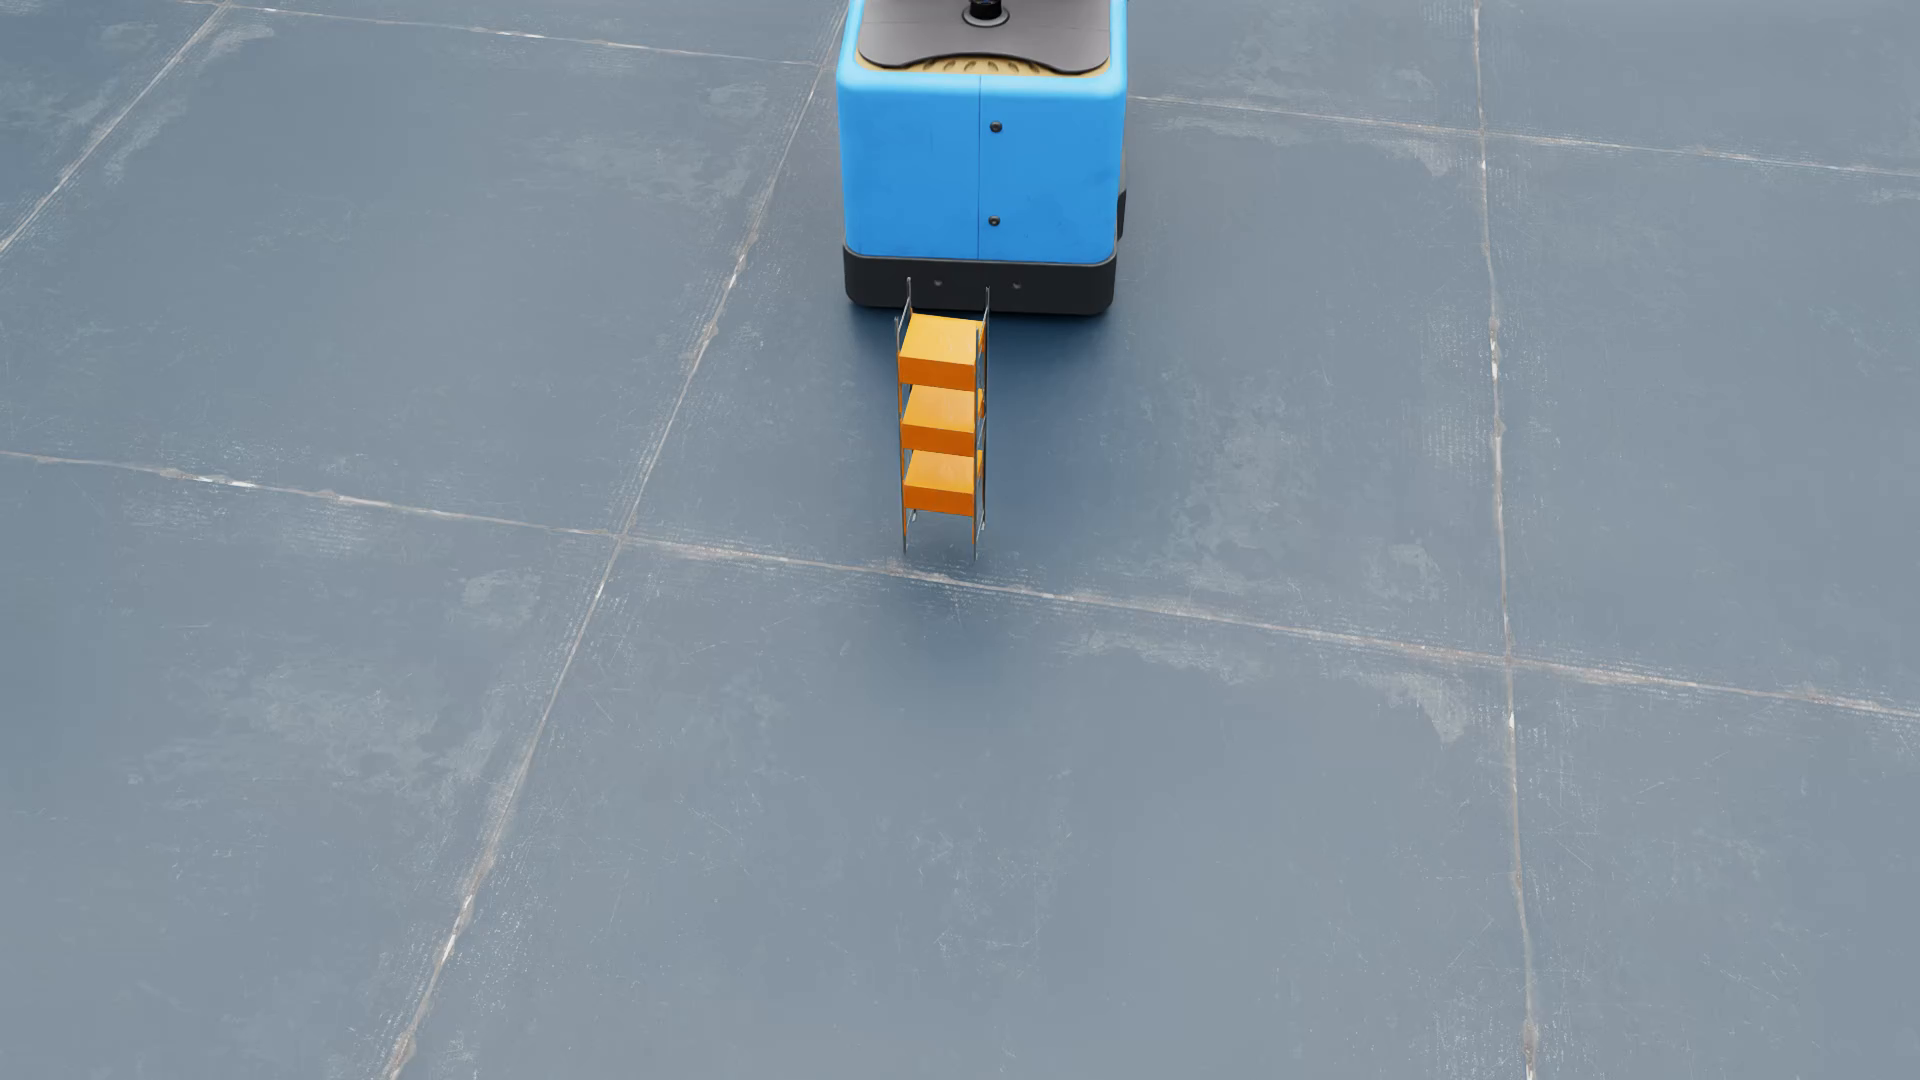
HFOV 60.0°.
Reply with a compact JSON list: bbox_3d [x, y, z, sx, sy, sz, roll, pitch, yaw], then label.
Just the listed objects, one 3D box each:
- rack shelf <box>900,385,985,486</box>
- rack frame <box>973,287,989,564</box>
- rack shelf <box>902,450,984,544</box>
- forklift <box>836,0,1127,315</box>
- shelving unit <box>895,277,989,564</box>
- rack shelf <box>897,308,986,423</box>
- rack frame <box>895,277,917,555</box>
[{"bbox_3d":[-0.053,-0.351,5.374,0.240,0.259,0.215,8,49,7],"label":"rack shelf"},{"bbox_3d":[0.067,-0.342,5.351,0.008,1.050,0.200,8,49,7],"label":"rack frame"},{"bbox_3d":[-0.053,-0.165,5.580,0.240,0.259,0.215,8,49,7],"label":"rack shelf"},{"bbox_3d":[0.158,-2.945,6.426,1.130,2.935,3.031,3,48,2],"label":"forklift"},{"bbox_3d":[-0.053,-0.358,5.366,0.252,1.050,0.215,8,49,7],"label":"shelving unit"},{"bbox_3d":[-0.053,-0.541,5.163,0.240,0.259,0.215,8,49,7],"label":"rack shelf"},{"bbox_3d":[-0.173,-0.374,5.380,0.008,1.050,0.200,8,49,7],"label":"rack frame"}]
